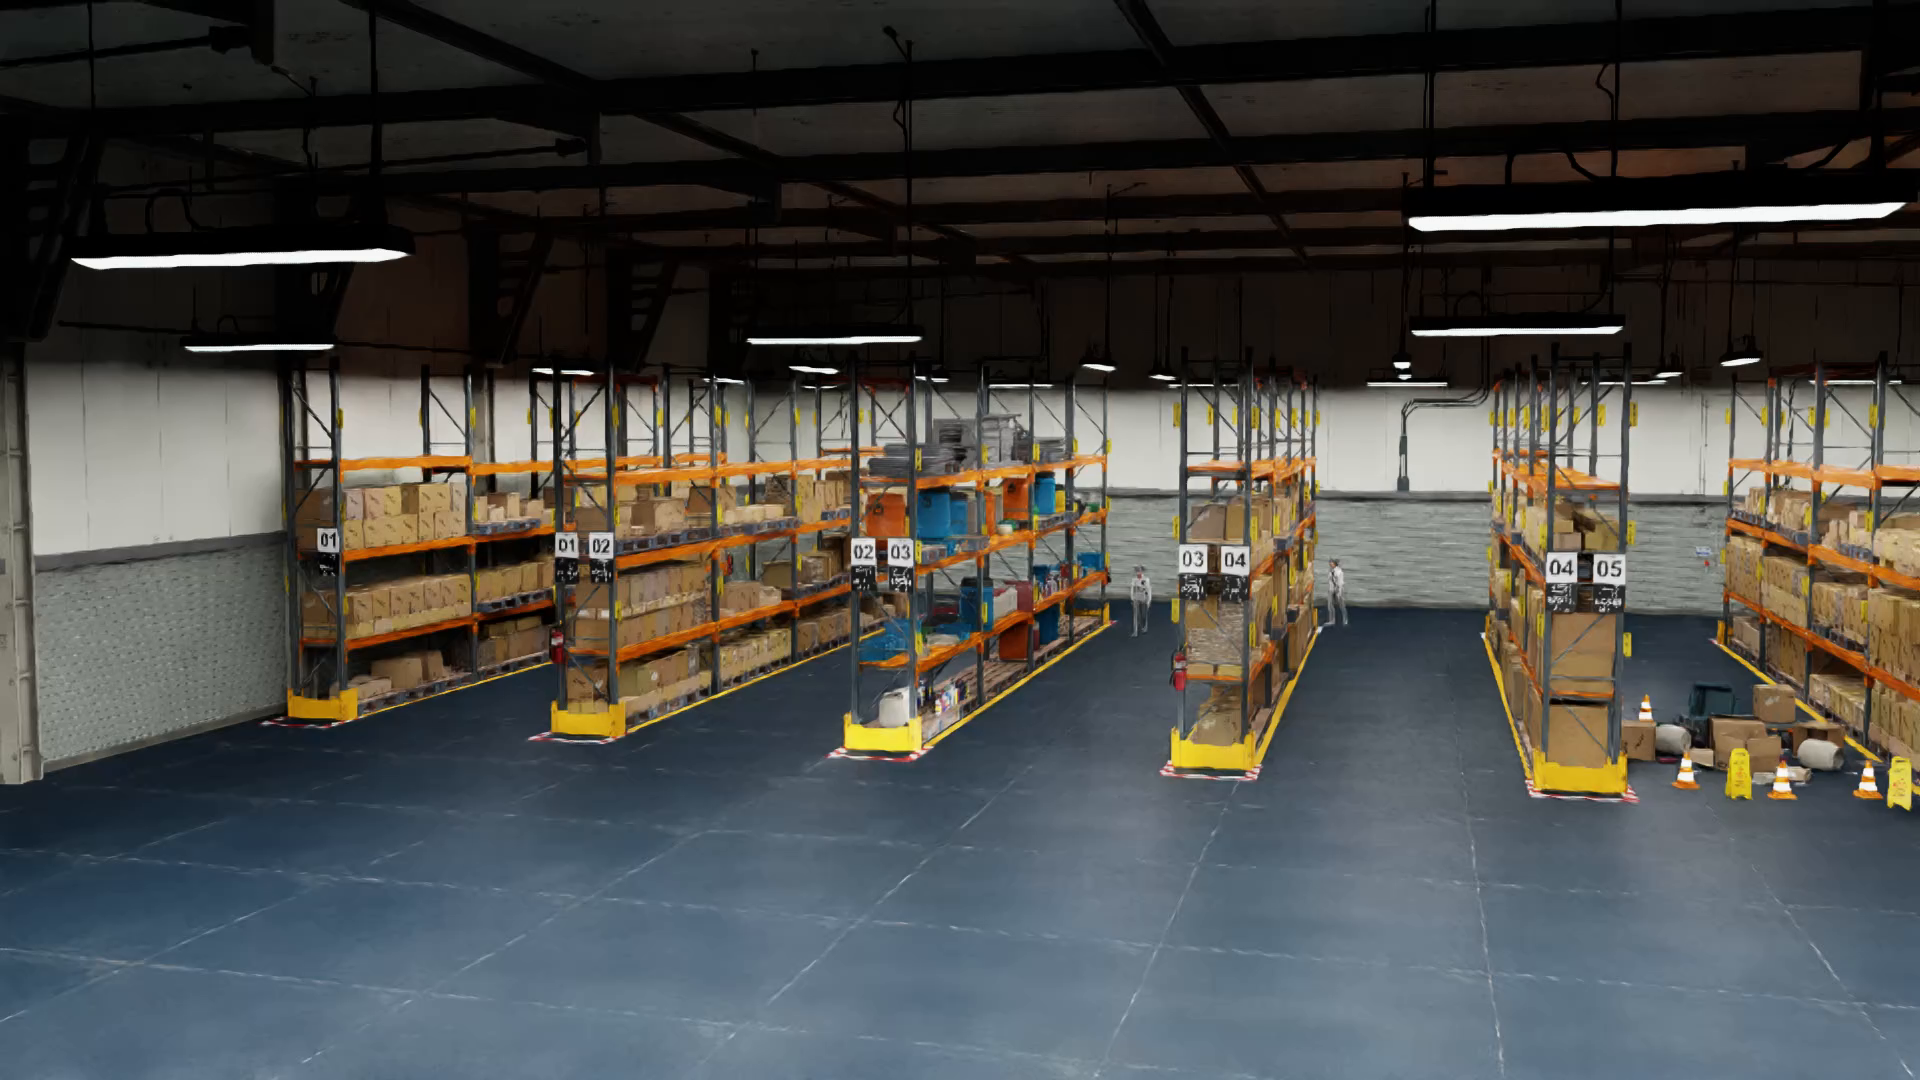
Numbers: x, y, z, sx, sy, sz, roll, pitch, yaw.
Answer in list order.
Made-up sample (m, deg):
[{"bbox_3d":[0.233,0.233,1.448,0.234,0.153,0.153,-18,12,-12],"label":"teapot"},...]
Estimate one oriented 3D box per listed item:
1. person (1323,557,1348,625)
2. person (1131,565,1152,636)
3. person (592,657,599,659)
[{"bbox_3d":[9.097,1.234,40.123,0.551,1.667,0.520,-2,4,-20],"label":"person"},{"bbox_3d":[4.175,1.372,38.317,0.502,1.621,0.997,1,4,14],"label":"person"},{"bbox_3d":[-6.539,1.978,30.330,0.479,1.536,1.090,1,4,18],"label":"person"}]
